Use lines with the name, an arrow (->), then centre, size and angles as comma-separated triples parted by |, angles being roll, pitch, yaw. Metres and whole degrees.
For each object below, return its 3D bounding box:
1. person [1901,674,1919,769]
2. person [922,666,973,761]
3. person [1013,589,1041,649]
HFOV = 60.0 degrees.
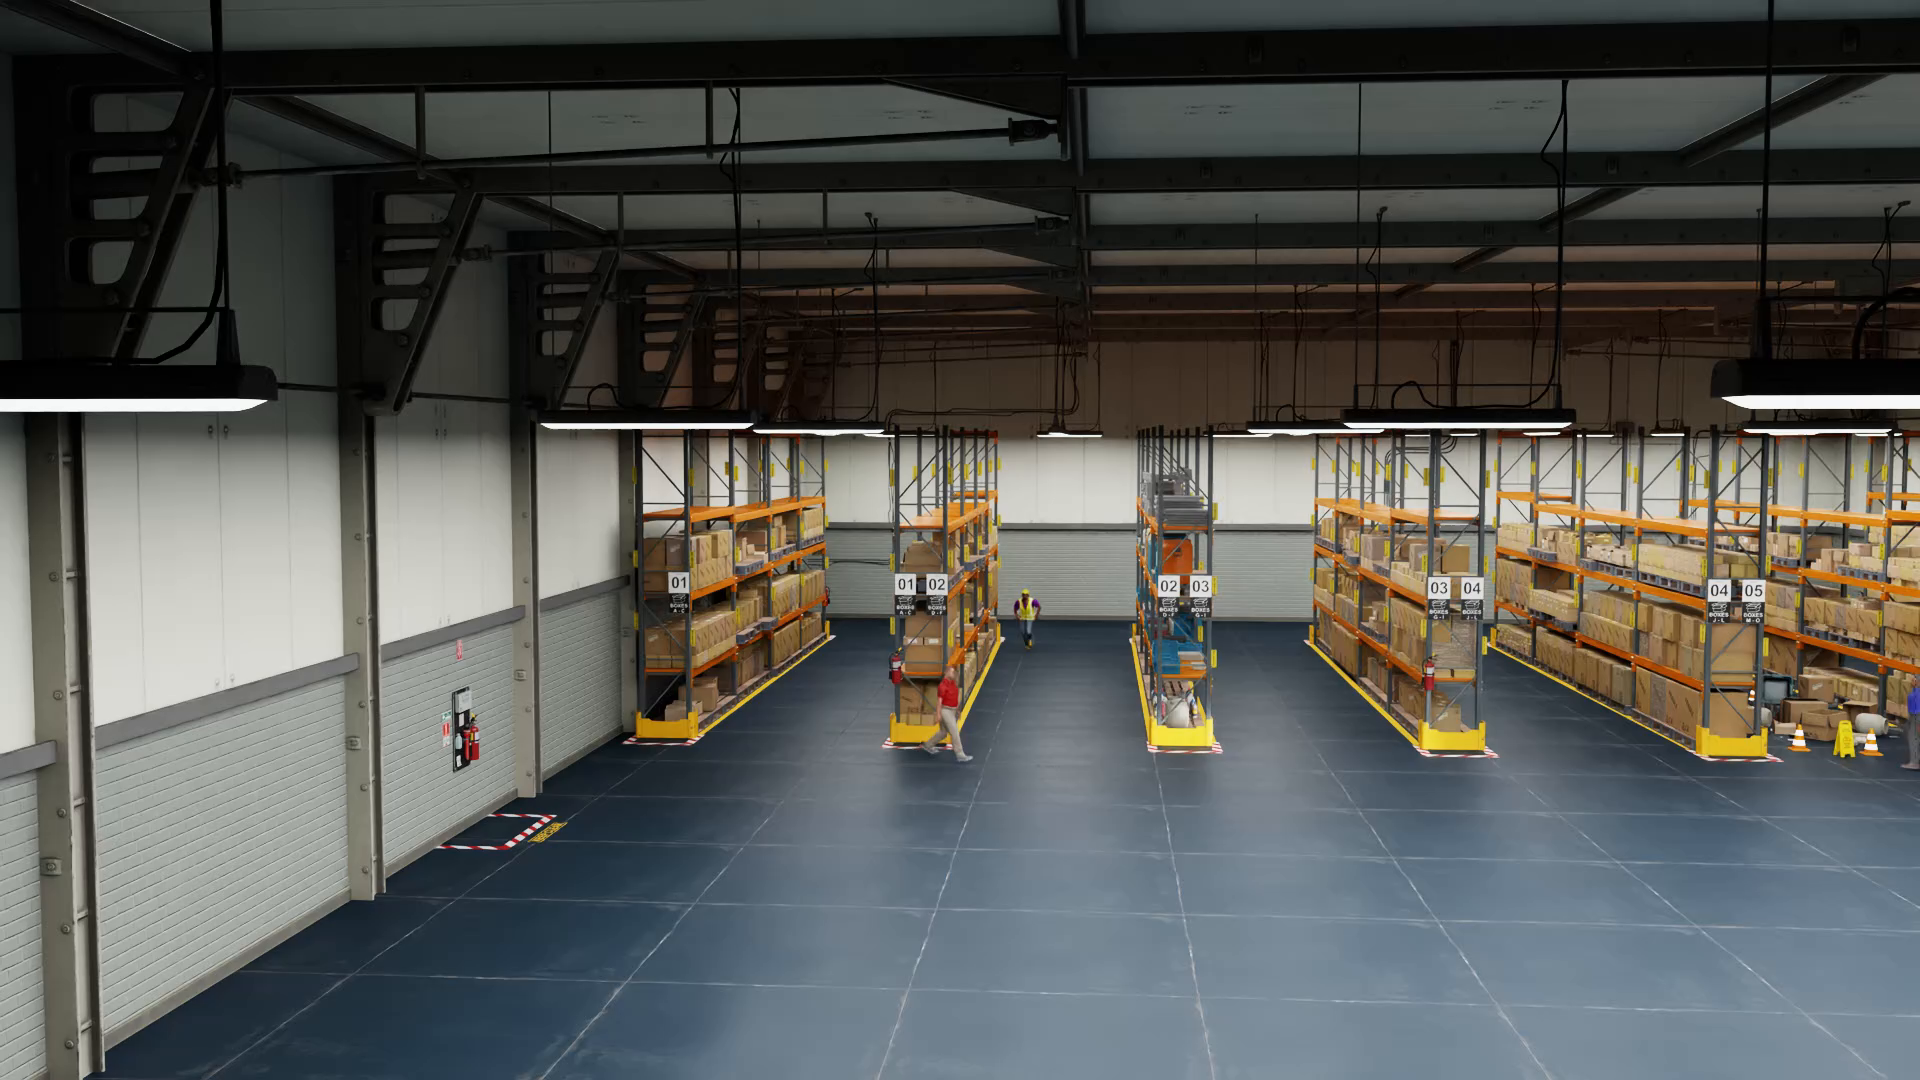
person -> 16.678, 3.148, 28.886 | 0.619, 1.631, 0.455 | 0, 3, 4
person -> -0.219, 3.095, 29.841 | 1.079, 1.672, 0.565 | 1, 4, 18
person -> 1.834, 2.162, 45.366 | 0.735, 1.672, 0.686 | 1, 4, 14
